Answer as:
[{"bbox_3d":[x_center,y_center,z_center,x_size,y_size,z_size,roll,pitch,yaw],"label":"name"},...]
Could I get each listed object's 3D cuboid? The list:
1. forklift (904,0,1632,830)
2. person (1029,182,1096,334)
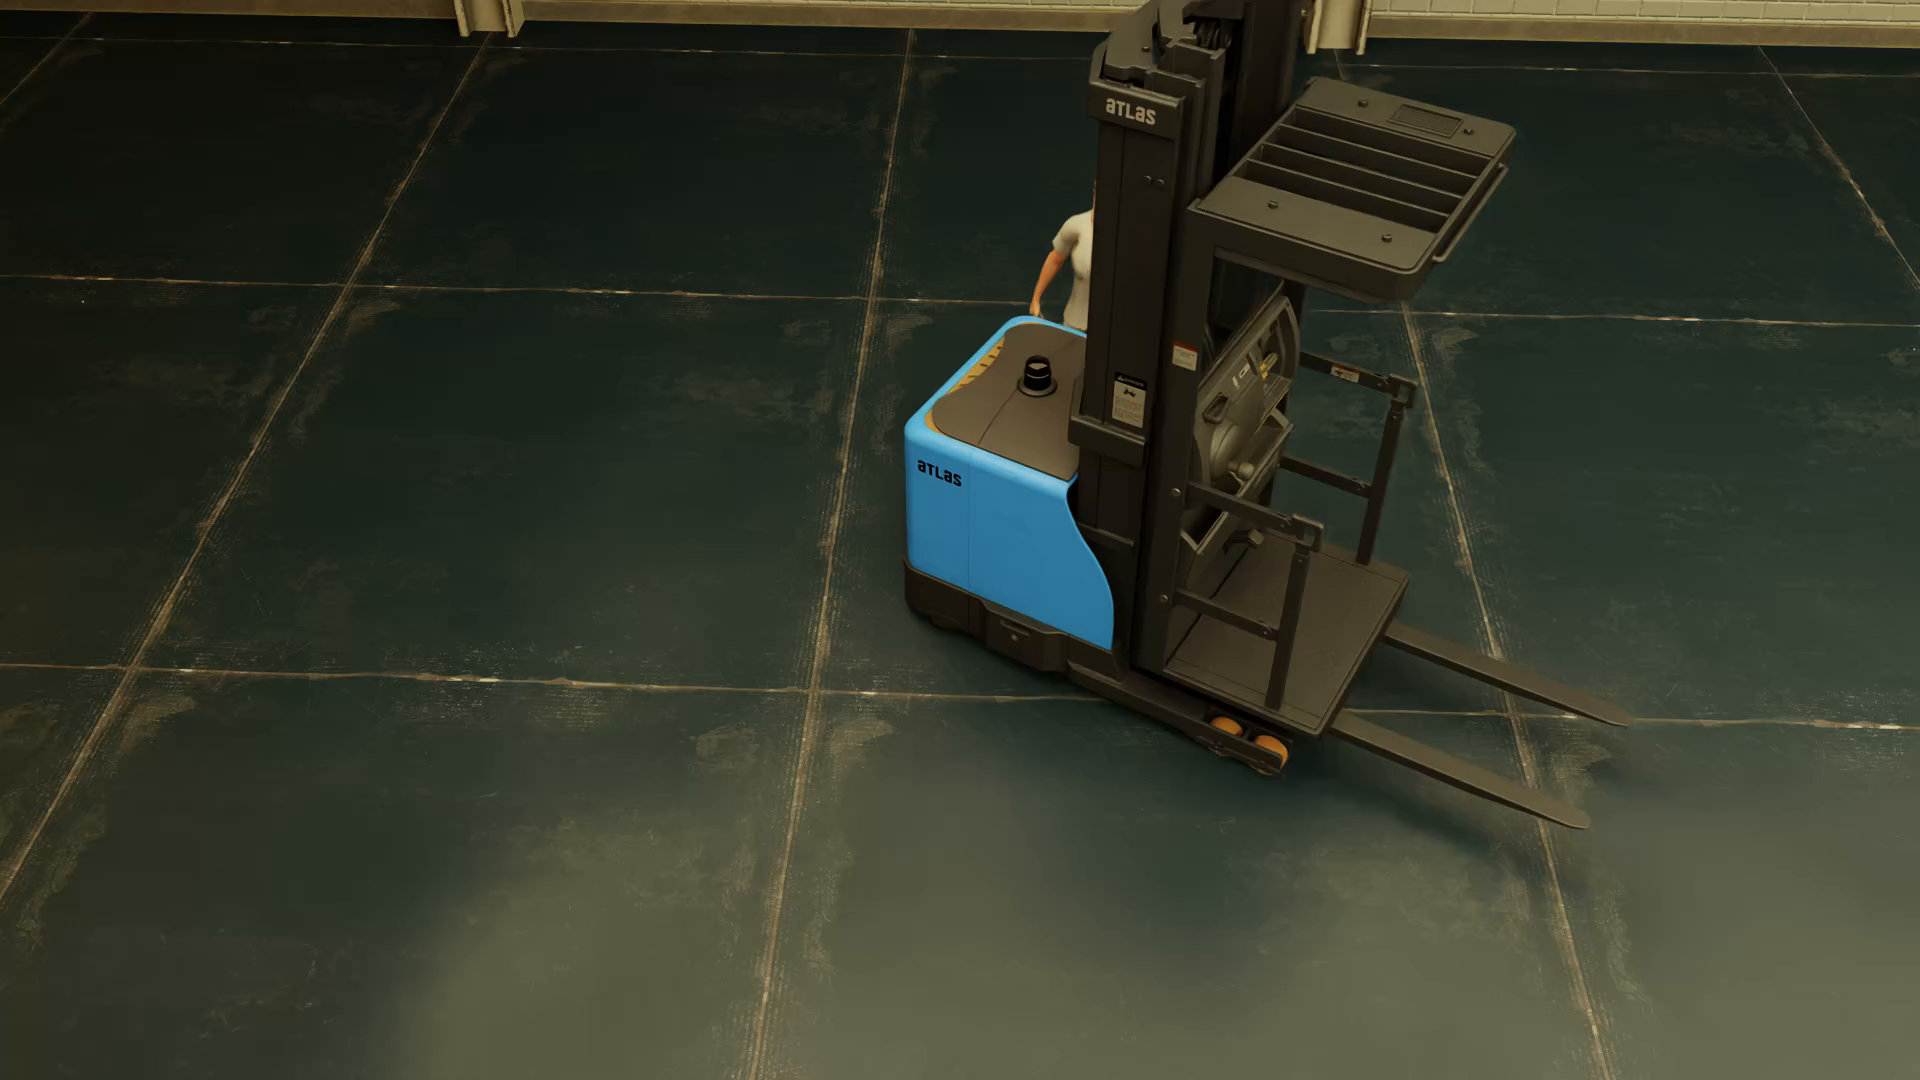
[{"bbox_3d":[1.280,-0.527,6.320,3.031,2.935,1.130,22,47,22],"label":"forklift"},{"bbox_3d":[0.652,-0.978,7.785,0.725,1.628,0.451,18,45,19],"label":"person"}]
